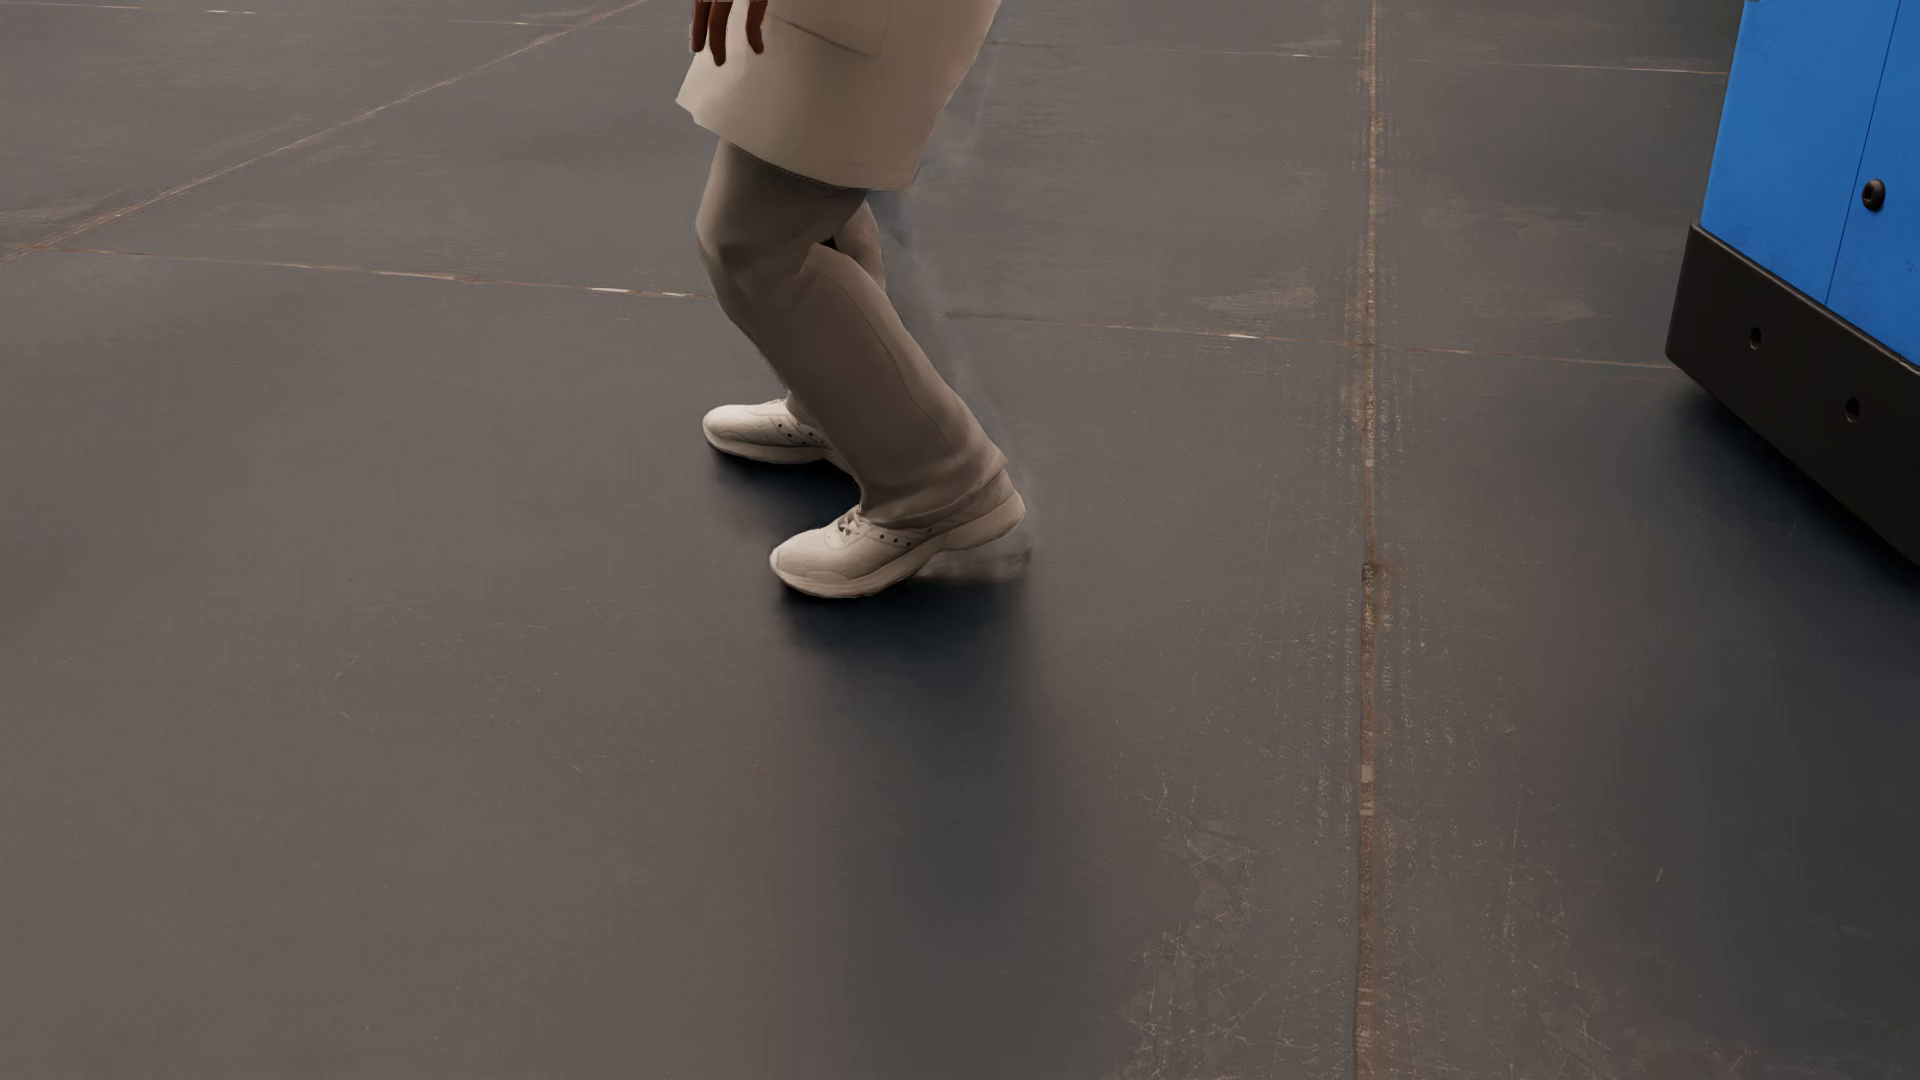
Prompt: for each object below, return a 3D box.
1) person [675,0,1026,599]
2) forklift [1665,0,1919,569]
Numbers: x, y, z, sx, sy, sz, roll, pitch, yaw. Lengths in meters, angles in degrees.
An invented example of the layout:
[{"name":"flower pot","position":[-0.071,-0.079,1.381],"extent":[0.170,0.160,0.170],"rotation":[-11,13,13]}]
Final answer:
[{"name":"person","position":[-0.167,-0.776,2.134],"extent":[0.567,1.714,0.795],"rotation":[2,27,3]},{"name":"forklift","position":[2.802,-1.406,2.033],"extent":[3.031,2.935,1.130],"rotation":[-1,27,-2]}]
